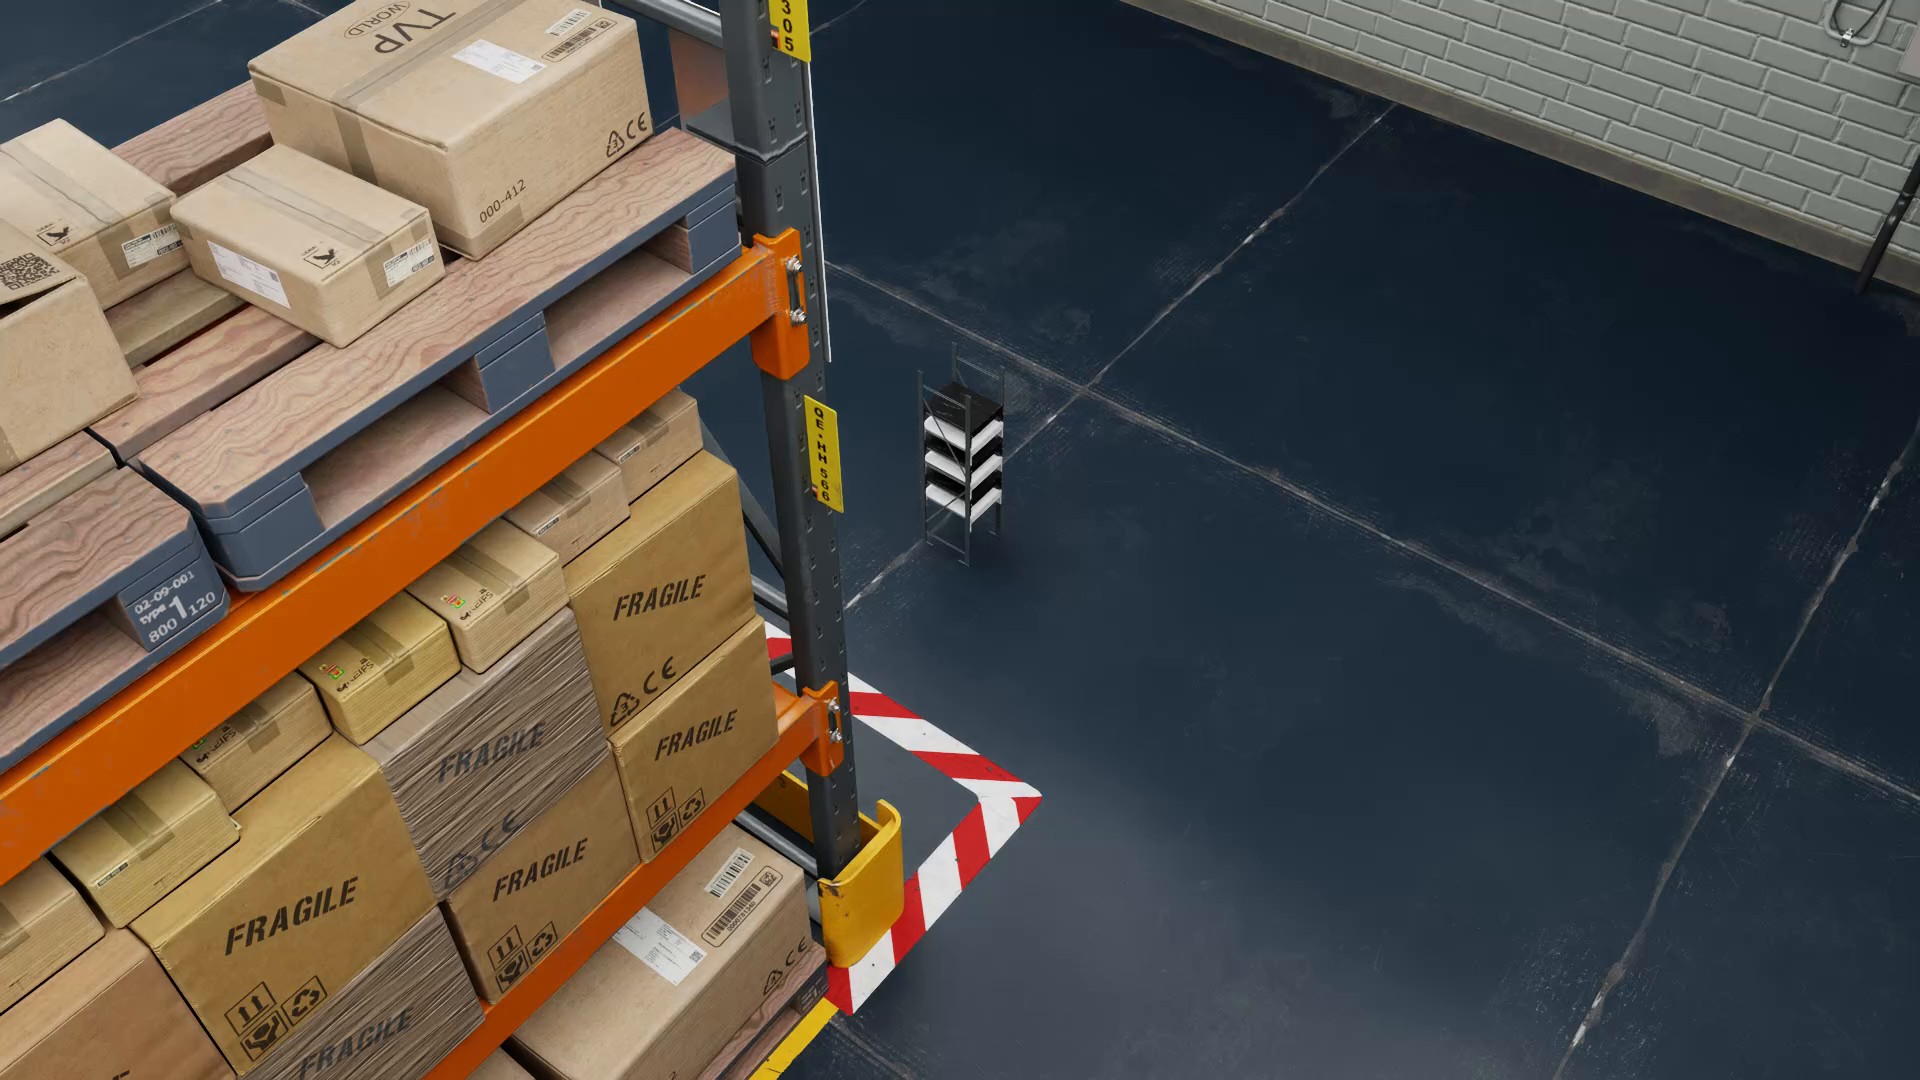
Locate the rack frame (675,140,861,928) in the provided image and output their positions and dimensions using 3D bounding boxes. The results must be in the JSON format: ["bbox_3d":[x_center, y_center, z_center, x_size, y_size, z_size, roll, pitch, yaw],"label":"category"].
[{"bbox_3d":[-0.742,0.035,4.642,1.000,3.000,0.127,29,53,25],"label":"rack frame"}]

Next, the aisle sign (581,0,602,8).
[{"bbox_3d":[-0.927,-1.032,3.864,0.394,0.787,0.004,29,53,25],"label":"aisle sign"}]

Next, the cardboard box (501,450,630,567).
[{"bbox_3d":[-0.939,-0.119,3.580,0.380,0.149,0.250,30,53,26],"label":"cardboard box"}]

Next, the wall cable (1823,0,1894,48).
[{"bbox_3d":[3.817,-2.932,6.774,0.588,1.984,0.122,29,53,25],"label":"wall cable"}]

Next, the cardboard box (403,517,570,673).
[{"bbox_3d":[-1.030,0.066,3.403,0.380,0.149,0.250,29,53,25],"label":"cardboard box"}]

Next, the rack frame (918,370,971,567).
[{"bbox_3d":[-0.057,-0.257,6.373,0.240,0.900,0.006,29,53,25],"label":"rack frame"}]

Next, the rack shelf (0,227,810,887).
[{"bbox_3d":[-1.965,0.392,2.724,1.077,0.370,4.000,29,53,25],"label":"rack shelf"}]

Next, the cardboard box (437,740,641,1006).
[{"bbox_3d":[-1.146,0.674,3.962,0.500,0.500,0.500,28,52,24],"label":"cardboard box"}]

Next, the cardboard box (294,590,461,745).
[{"bbox_3d":[-1.217,0.192,3.283,0.380,0.149,0.250,30,53,26],"label":"cardboard box"}]

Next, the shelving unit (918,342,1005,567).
[{"bbox_3d":[0.005,-0.315,6.429,0.258,0.900,0.210,29,53,25],"label":"shelving unit"}]

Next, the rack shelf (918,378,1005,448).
[{"bbox_3d":[0.005,-0.479,6.258,0.258,0.077,0.200,29,53,25],"label":"rack shelf"}]

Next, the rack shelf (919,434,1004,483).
[{"bbox_3d":[0.005,-0.355,6.388,0.258,0.077,0.200,29,53,25],"label":"rack shelf"}]

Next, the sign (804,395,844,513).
[{"bbox_3d":[-0.321,-0.199,3.901,0.100,0.325,0.005,29,53,25],"label":"sign"}]

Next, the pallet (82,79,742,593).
[{"bbox_3d":[-1.187,-0.541,3.179,1.003,0.211,1.213,29,53,25],"label":"pallet"}]

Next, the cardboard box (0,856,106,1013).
[{"bbox_3d":[-1.715,0.621,2.873,0.380,0.149,0.250,31,54,26],"label":"cardboard box"}]

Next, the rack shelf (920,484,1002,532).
[{"bbox_3d":[0.005,-0.168,6.583,0.258,0.077,0.200,29,53,25],"label":"rack shelf"}]

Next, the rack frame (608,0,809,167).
[{"bbox_3d":[-0.742,-2.037,2.473,1.000,3.000,0.127,29,53,25],"label":"rack frame"}]

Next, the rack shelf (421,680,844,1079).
[{"bbox_3d":[-1.965,1.428,3.809,1.077,0.370,4.000,29,53,25],"label":"rack shelf"}]

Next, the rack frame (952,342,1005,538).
[{"bbox_3d":[0.067,-0.374,6.485,0.240,0.900,0.006,29,53,25],"label":"rack frame"}]

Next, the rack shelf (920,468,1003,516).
[{"bbox_3d":[0.005,-0.230,6.518,0.258,0.077,0.200,29,53,25],"label":"rack shelf"}]

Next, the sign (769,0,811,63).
[{"bbox_3d":[-0.321,-1.031,3.029,0.100,0.325,0.005,29,53,25],"label":"sign"}]

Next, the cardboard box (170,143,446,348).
[{"bbox_3d":[-1.139,-0.521,2.913,0.380,0.149,0.250,25,51,22],"label":"cardboard box"}]

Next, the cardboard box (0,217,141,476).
[{"bbox_3d":[-1.696,-0.315,2.604,0.500,0.311,0.500,30,53,26],"label":"cardboard box"}]

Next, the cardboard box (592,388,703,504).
[{"bbox_3d":[-0.803,-0.275,3.729,0.380,0.149,0.250,30,53,25],"label":"cardboard box"}]

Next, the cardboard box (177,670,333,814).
[{"bbox_3d":[-1.433,0.310,3.170,0.380,0.149,0.250,29,53,25],"label":"cardboard box"}]

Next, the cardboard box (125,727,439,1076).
[{"bbox_3d":[-1.449,0.630,3.313,0.500,0.500,0.500,29,53,25],"label":"cardboard box"}]

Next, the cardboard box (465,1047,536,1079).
[{"bbox_3d":[-1.619,1.725,4.510,0.875,0.438,0.875,31,54,26],"label":"cardboard box"}]

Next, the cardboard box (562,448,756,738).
[{"bbox_3d":[-0.848,0.036,3.880,0.500,0.500,0.500,31,54,26],"label":"cardboard box"}]

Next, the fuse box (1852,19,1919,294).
[{"bbox_3d":[4.260,-1.744,7.233,0.539,1.711,0.414,29,53,25],"label":"fuse box"}]

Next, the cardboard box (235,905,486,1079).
[{"bbox_3d":[-1.453,0.973,3.677,0.500,0.500,0.500,31,54,26],"label":"cardboard box"}]

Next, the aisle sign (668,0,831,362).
[{"bbox_3d":[-0.452,-0.767,3.610,0.394,0.787,0.004,29,53,25],"label":"aisle sign"}]

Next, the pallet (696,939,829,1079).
[{"bbox_3d":[-1.169,1.491,5.180,1.003,0.211,1.213,29,53,25],"label":"pallet"}]

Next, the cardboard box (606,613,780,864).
[{"bbox_3d":[-0.827,0.394,4.230,0.500,0.500,0.500,29,53,25],"label":"cardboard box"}]

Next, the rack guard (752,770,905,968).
[{"bbox_3d":[-0.727,0.885,5.559,1.175,0.500,0.348,29,53,25],"label":"rack guard"}]

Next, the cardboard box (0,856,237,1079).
[{"bbox_3d":[-1.758,0.917,3.039,0.500,0.500,0.500,29,53,25],"label":"cardboard box"}]

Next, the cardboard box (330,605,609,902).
[{"bbox_3d":[-1.144,0.349,3.582,0.500,0.500,0.500,29,53,25],"label":"cardboard box"}]

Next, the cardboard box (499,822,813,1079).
[{"bbox_3d":[-1.066,1.197,5.013,0.875,0.438,0.875,27,52,24],"label":"cardboard box"}]

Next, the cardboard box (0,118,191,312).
[{"bbox_3d":[-1.589,-0.573,2.962,0.380,0.149,0.250,31,54,26],"label":"cardboard box"}]

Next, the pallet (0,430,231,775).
[{"bbox_3d":[-1.933,0.160,2.510,1.003,0.211,1.213,29,53,25],"label":"pallet"}]

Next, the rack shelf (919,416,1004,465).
[{"bbox_3d":[0.005,-0.417,6.323,0.258,0.077,0.200,29,53,25],"label":"rack shelf"}]

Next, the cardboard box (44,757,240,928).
[{"bbox_3d":[-1.539,0.480,3.008,0.380,0.149,0.250,30,53,26],"label":"cardboard box"}]

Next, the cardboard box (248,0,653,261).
[{"bbox_3d":[-0.946,-0.831,3.139,0.500,0.250,0.500,25,51,22],"label":"cardboard box"}]

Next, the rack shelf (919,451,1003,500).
[{"bbox_3d":[0.005,-0.292,6.453,0.258,0.077,0.200,29,53,25],"label":"rack shelf"}]
